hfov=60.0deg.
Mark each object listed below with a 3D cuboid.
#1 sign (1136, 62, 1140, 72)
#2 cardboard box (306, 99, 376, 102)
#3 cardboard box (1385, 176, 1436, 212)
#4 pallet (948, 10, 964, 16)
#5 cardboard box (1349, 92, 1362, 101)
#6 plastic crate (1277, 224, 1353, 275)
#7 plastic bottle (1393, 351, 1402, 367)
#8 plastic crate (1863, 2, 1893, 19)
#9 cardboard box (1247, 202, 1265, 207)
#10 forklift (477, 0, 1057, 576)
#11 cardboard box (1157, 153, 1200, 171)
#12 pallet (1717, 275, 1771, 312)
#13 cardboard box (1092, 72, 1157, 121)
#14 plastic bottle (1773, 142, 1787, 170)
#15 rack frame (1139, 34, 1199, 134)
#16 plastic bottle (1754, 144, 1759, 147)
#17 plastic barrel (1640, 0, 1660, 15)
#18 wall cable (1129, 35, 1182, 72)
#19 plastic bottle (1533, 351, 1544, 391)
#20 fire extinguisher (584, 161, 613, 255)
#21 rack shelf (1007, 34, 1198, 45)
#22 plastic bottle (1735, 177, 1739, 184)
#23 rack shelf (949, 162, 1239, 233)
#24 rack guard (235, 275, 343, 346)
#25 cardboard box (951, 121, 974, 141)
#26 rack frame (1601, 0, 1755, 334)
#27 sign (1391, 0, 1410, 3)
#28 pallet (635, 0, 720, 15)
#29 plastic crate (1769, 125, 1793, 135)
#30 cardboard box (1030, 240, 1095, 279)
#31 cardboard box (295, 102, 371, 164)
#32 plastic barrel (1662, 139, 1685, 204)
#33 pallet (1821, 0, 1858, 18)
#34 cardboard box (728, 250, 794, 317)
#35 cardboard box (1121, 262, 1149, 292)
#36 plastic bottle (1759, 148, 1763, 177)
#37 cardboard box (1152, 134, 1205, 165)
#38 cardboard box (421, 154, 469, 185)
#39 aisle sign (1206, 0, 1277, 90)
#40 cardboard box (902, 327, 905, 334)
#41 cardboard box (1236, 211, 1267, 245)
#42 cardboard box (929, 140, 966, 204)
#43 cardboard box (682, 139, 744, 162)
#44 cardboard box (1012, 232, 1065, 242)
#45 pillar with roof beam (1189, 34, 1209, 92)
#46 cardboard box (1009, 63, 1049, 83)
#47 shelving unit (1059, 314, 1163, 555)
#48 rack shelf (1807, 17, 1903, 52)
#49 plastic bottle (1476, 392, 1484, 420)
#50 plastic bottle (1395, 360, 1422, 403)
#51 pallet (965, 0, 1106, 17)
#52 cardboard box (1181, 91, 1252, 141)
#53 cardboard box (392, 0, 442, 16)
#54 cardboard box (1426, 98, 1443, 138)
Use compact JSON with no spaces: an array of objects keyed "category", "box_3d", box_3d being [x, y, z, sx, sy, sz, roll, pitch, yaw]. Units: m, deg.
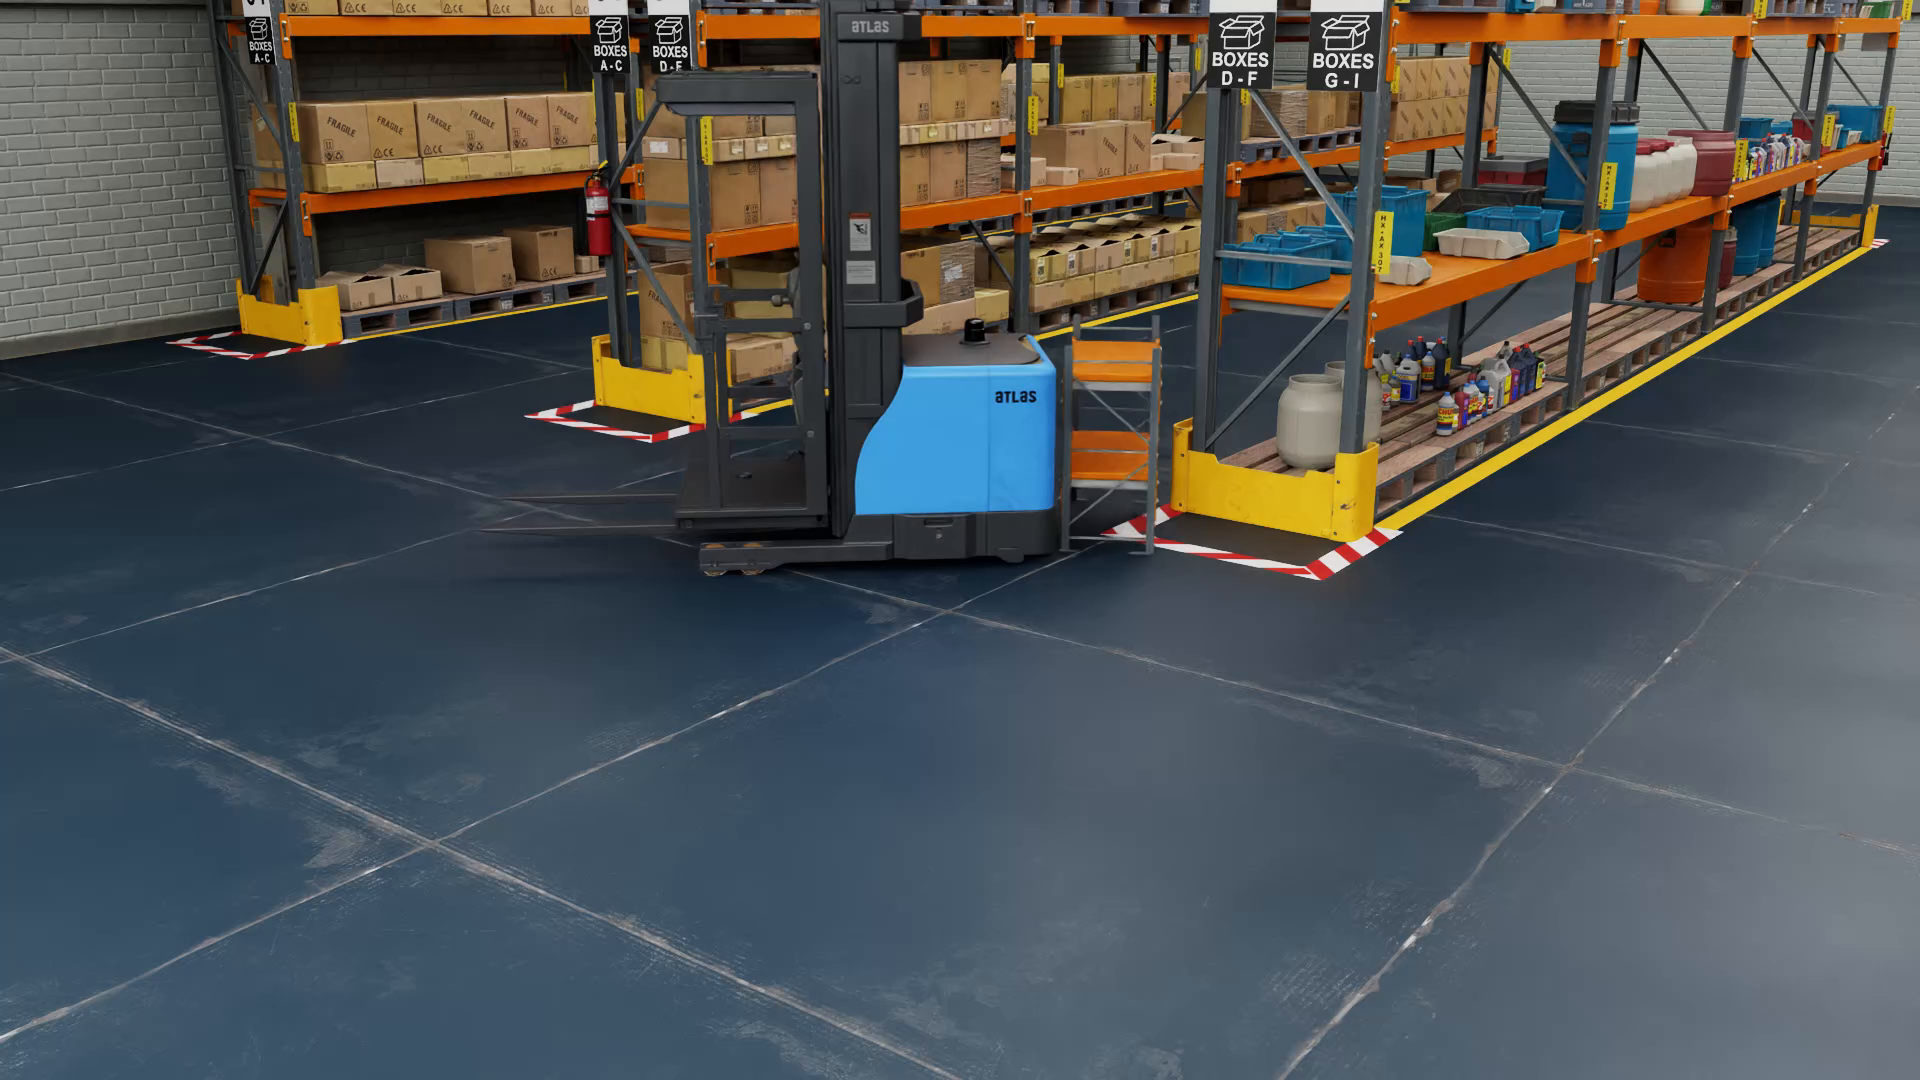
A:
[{"category":"sign","box_3d":[2.919,-7.642,27.202,0.100,0.325,0.005,12,21,35]},{"category":"cardboard box","box_3d":[-5.754,-3.845,15.522,0.500,0.500,0.500,13,21,35]},{"category":"cardboard box","box_3d":[6.074,-4.731,22.887,0.797,0.503,0.637,12,21,35]},{"category":"pallet","box_3d":[-0.401,-6.958,21.853,1.003,0.211,1.213,14,22,37]},{"category":"cardboard box","box_3d":[5.052,-5.956,21.510,0.500,0.500,0.500,13,21,35]},{"category":"plastic crate","box_3d":[2.234,-1.785,10.184,0.499,0.251,0.408,12,21,35]},{"category":"plastic bottle","box_3d":[3.109,-1.200,11.888,0.061,0.283,0.133,14,22,37]},{"category":"plastic crate","box_3d":[10.959,-6.387,20.052,0.450,0.188,0.336,12,21,35]},{"category":"cardboard box","box_3d":[3.252,-3.716,19.624,0.500,0.500,0.500,12,21,33]},{"category":"forklift","box_3d":[-1.035,-1.375,8.728,3.031,2.935,1.130,-1,17,-4]},{"category":"cardboard box","box_3d":[2.261,-3.929,17.261,0.380,0.149,0.250,12,21,35]},{"category":"pallet","box_3d":[7.714,-2.588,17.223,1.003,0.211,1.213,12,21,35]},{"category":"cardboard box","box_3d":[2.641,-6.936,26.017,0.980,0.700,0.700,12,21,34]},{"category":"plastic bottle","box_3d":[8.441,-3.971,17.182,0.152,0.276,0.135,12,21,35]},{"category":"rack frame","box_3d":[3.361,-7.092,27.022,1.000,3.000,0.127,12,21,35]},{"category":"plastic bottle","box_3d":[8.111,-3.899,16.958,0.097,0.271,0.097,0,17,0]},{"category":"plastic barrel","box_3d":[5.497,-4.760,13.732,0.600,0.830,0.708,12,21,35]},{"category":"wall cable","box_3d":[3.364,-8.049,28.392,0.084,1.984,1.851,12,21,35]},{"category":"plastic bottle","box_3d":[4.146,-1.223,11.962,0.061,0.283,0.133,14,22,37]},{"category":"fire extinguisher","box_3d":[-2.635,-2.423,12.120,0.296,0.674,0.183,12,21,35]},{"category":"rack shelf","box_3d":[2.169,-7.704,25.150,1.077,0.370,4.000,12,21,35]},{"category":"plastic bottle","box_3d":[7.301,-3.496,15.640,0.061,0.283,0.133,12,21,35]},{"category":"rack shelf","box_3d":[1.383,-3.492,16.643,1.077,0.370,4.000,12,21,35]},{"category":"rack guard","box_3d":[-6.127,-2.105,15.180,1.175,0.500,0.348,12,21,35]},{"category":"cardboard box","box_3d":[-0.101,-3.493,14.170,0.380,0.149,0.250,12,21,33]},{"category":"rack frame","box_3d":[6.551,-3.436,15.249,1.000,3.000,0.127,12,21,35]},{"category":"sign","box_3d":[2.223,-2.869,8.351,0.100,0.325,0.005,12,21,35]},{"category":"pallet","box_3d":[-3.336,-5.705,17.814,1.213,0.211,1.003,12,21,35]},{"category":"plastic crate","box_3d":[9.943,-4.904,20.159,0.416,0.233,0.300,12,21,35]},{"category":"cardboard box","box_3d":[0.940,-2.687,15.821,0.500,0.311,0.500,12,21,34]},{"category":"cardboard box","box_3d":[-5.646,-3.637,14.854,0.500,0.500,0.500,12,21,35]},{"category":"plastic barrel","box_3d":[5.858,-3.106,13.999,0.421,0.512,0.421,0,17,0]},{"category":"pallet","box_3d":[8.546,-5.527,17.243,1.213,0.211,1.003,12,21,35]},{"category":"cardboard box","box_3d":[-1.527,-2.073,13.525,0.500,0.500,0.500,12,21,35]},{"category":"cardboard box","box_3d":[1.547,-2.665,16.696,0.500,0.250,0.500,13,21,36]},{"category":"plastic bottle","box_3d":[7.847,-3.718,16.375,0.097,0.271,0.097,0,17,0]},{"category":"cardboard box","box_3d":[2.323,-4.190,17.830,0.500,0.311,0.500,14,22,38]},{"category":"cardboard box","box_3d":[-5.020,-3.525,15.757,0.500,0.250,0.500,12,21,34]},{"category":"aisle sign","box_3d":[1.503,-2.807,8.841,0.394,0.787,0.004,12,21,35]},{"category":"cardboard box","box_3d":[-0.798,-1.739,13.714,0.500,0.250,0.500,12,21,35]},{"category":"cardboard box","box_3d":[3.076,-3.386,18.562,0.500,0.500,0.500,14,22,37]},{"category":"cardboard box","box_3d":[-0.377,-3.173,14.236,0.700,0.500,0.500,12,21,34]},{"category":"cardboard box","box_3d":[-1.785,-2.819,12.002,0.380,0.149,0.250,12,21,34]},{"category":"cardboard box","box_3d":[0.807,-2.905,16.523,0.500,0.311,0.500,12,21,35]},{"category":"pillar with roof beam","box_3d":[7.733,-9.992,26.246,9.100,9.000,0.400,12,21,35]},{"category":"cardboard box","box_3d":[0.905,-6.540,23.277,0.500,0.250,0.500,13,22,36]},{"category":"shelving unit","box_3d":[0.854,-0.621,9.346,0.538,1.125,1.048,2,17,6]},{"category":"rack shelf","box_3d":[10.126,-5.954,19.513,1.077,0.370,4.000,12,21,35]},{"category":"plastic bottle","box_3d":[3.438,-0.910,11.092,0.097,0.201,0.097,0,17,0]},{"category":"plastic bottle","box_3d":[3.121,-1.107,11.601,0.152,0.276,0.135,12,21,35]},{"category":"pallet","box_3d":[0.707,-4.913,15.270,0.805,0.209,1.217,11,21,33]},{"category":"cardboard box","box_3d":[2.860,-4.730,18.541,0.700,0.500,0.500,5,18,16]},{"category":"cardboard box","box_3d":[-5.117,-5.052,15.194,0.500,0.500,0.500,14,22,37]},{"category":"cardboard box","box_3d":[6.083,-5.627,22.136,0.500,0.500,0.500,12,21,34]}]
